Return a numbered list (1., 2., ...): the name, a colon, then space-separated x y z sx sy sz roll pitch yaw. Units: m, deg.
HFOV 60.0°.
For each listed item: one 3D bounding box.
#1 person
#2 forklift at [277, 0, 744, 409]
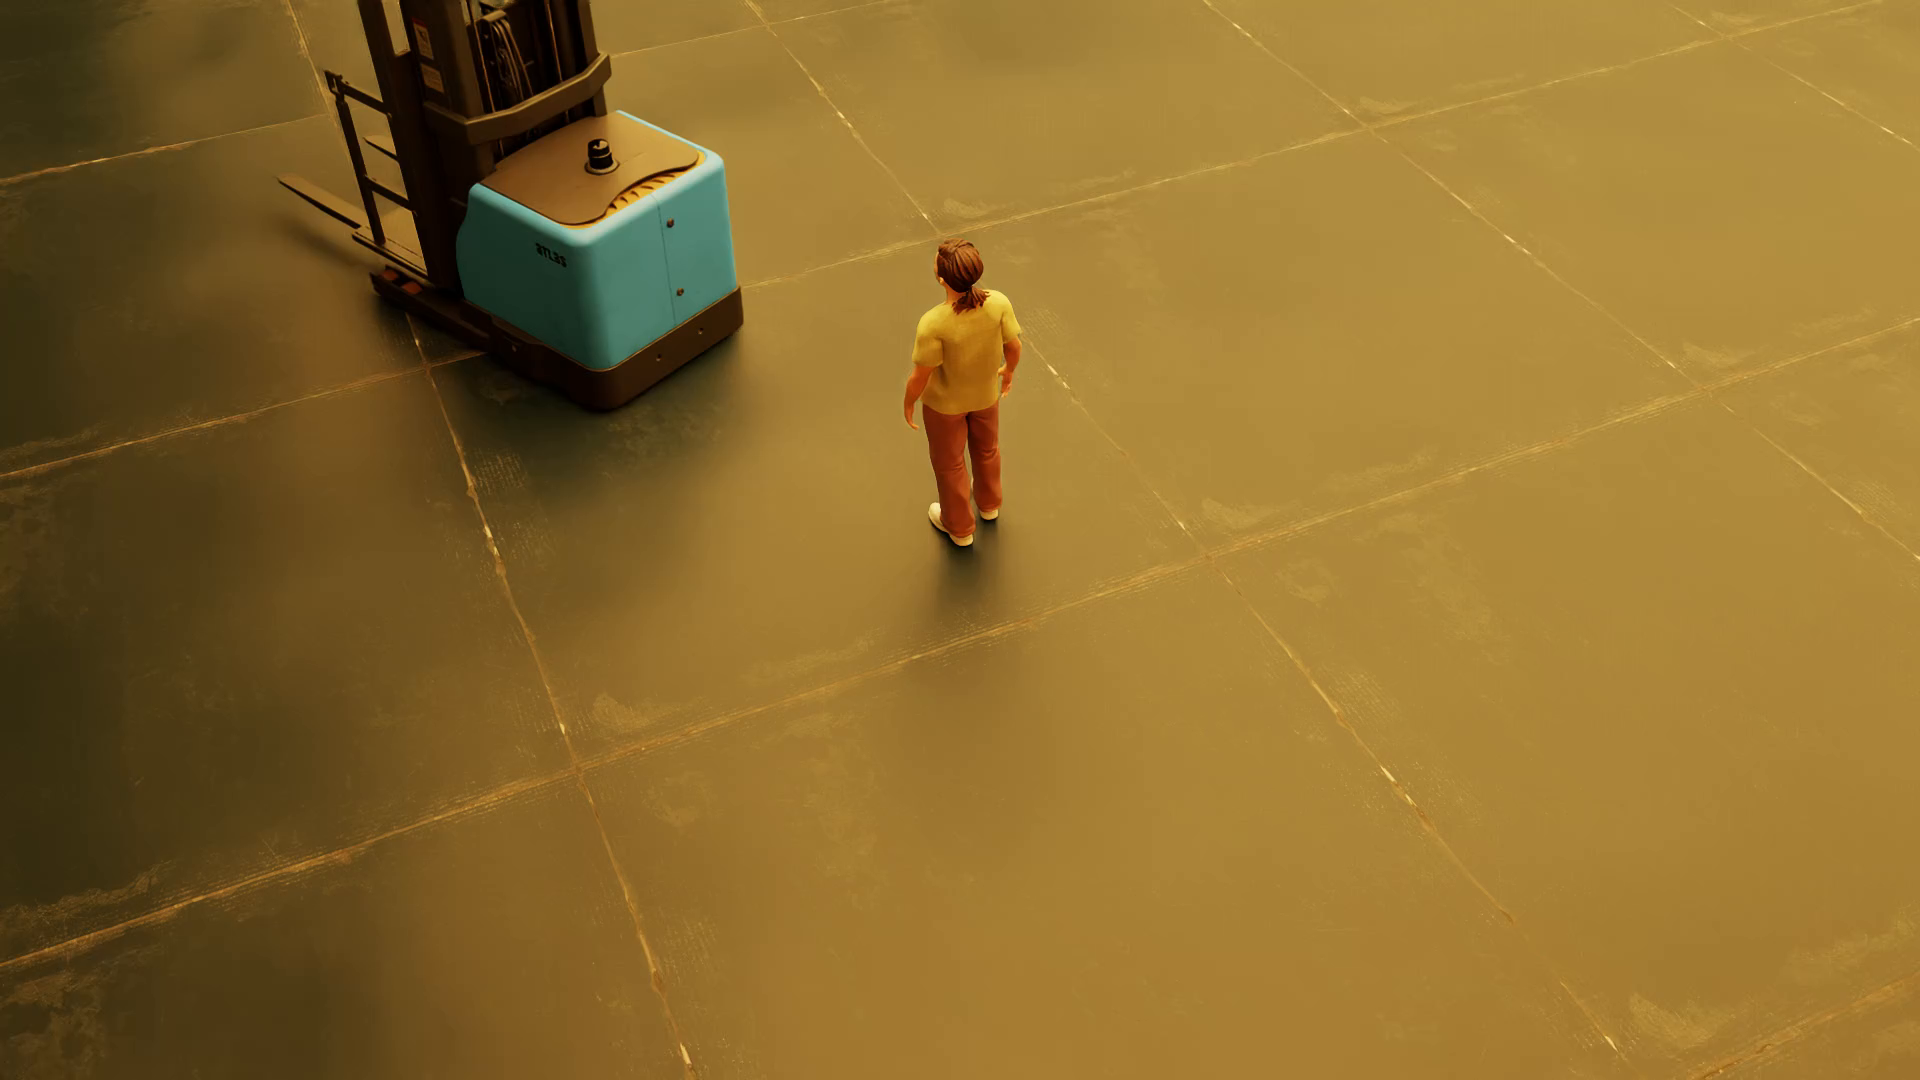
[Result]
1. person: -0.021 -0.663 7.308 0.554 1.662 0.548 -18 46 -18
2. forklift: -2.634 -2.579 8.444 3.031 2.935 1.130 29 50 27
